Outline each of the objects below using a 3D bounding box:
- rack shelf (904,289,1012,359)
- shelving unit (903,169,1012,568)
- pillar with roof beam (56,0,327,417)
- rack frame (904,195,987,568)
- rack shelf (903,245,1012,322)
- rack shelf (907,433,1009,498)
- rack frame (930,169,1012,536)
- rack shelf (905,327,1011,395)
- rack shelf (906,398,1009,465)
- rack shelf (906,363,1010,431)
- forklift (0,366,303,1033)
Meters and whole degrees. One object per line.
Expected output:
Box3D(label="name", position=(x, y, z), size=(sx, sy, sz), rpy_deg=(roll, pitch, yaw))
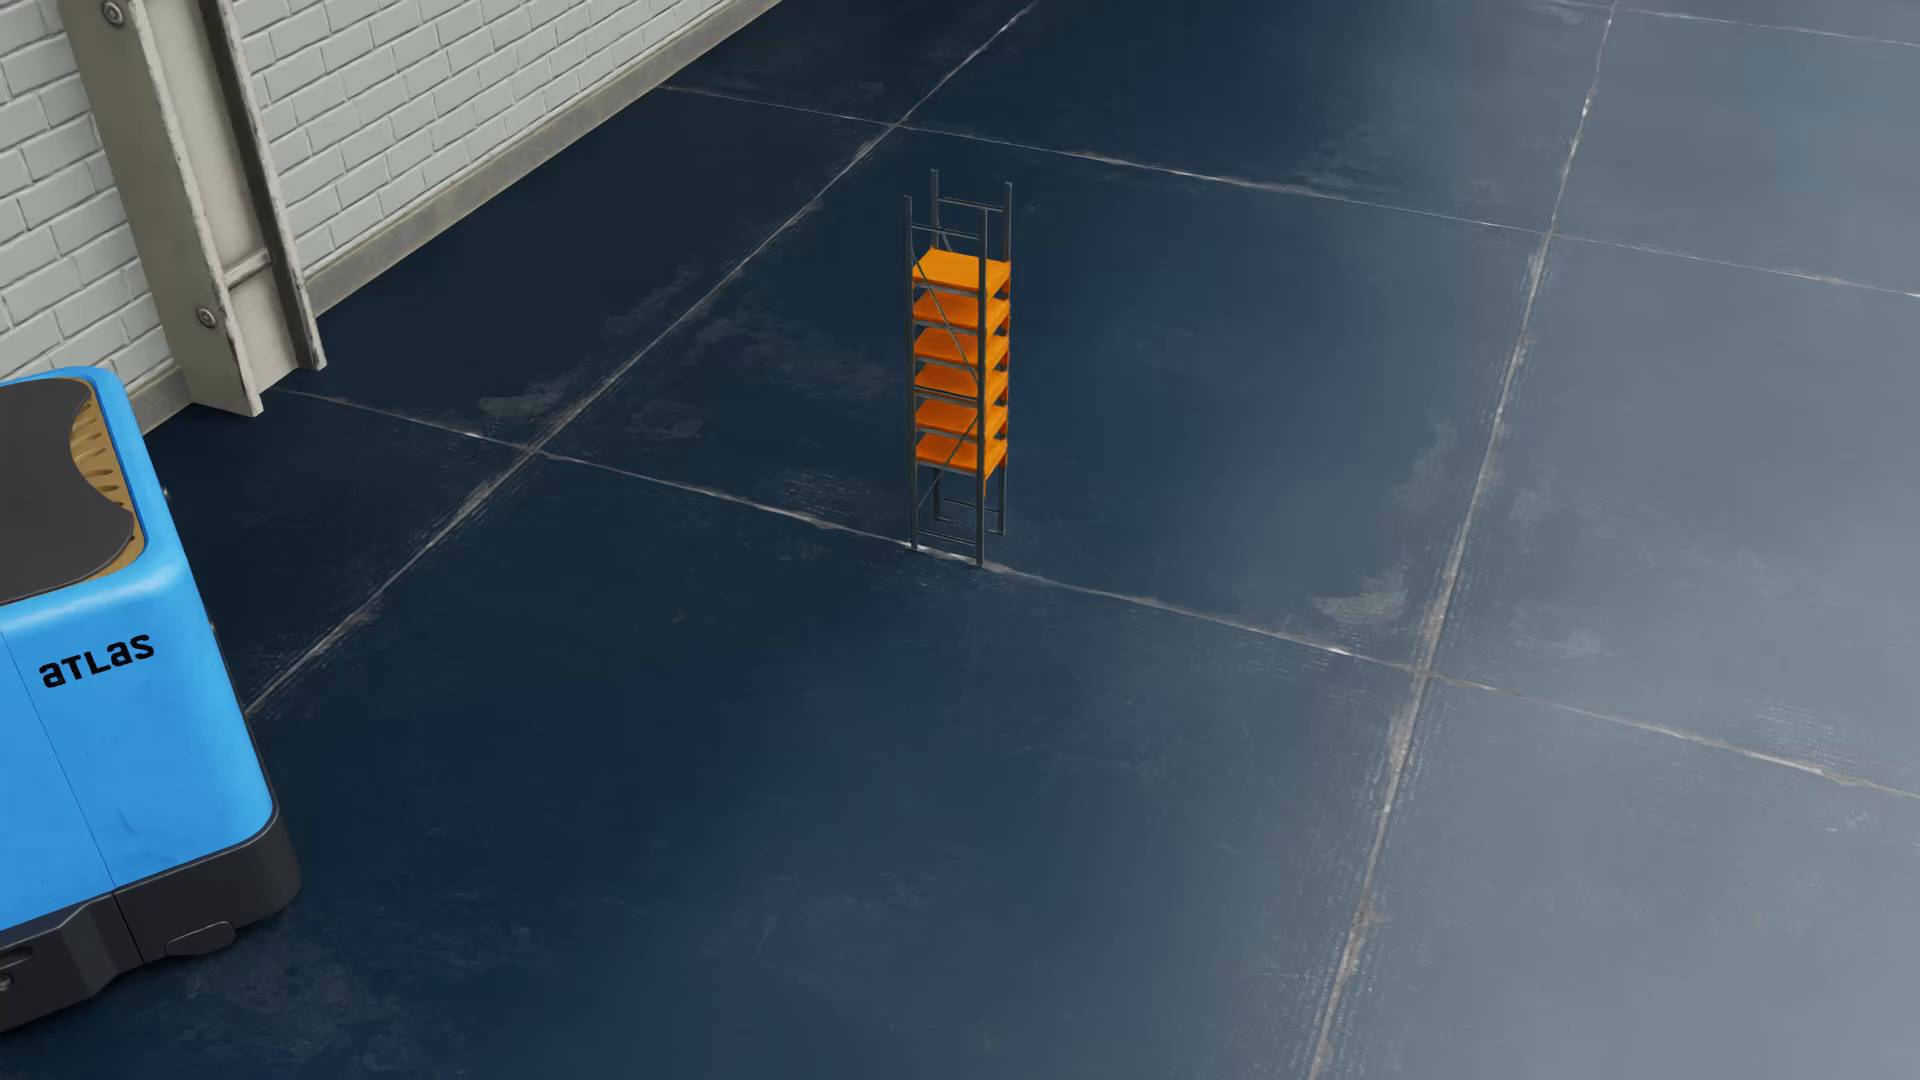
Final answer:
Box3D(label="rack shelf", position=(-0.005, -0.629, 4.763), size=(0.258, 0.103, 0.180), rpy_deg=(14, 39, 18))
Box3D(label="shelving unit", position=(-0.005, -0.473, 4.880), size=(0.258, 1.200, 0.189), rpy_deg=(14, 39, 18))
Box3D(label="pillar with roof beam", position=(1.440, -3.198, 2.012), size=(9.100, 9.000, 0.400), rpy_deg=(14, 39, 18))
Box3D(label="rack frame", position=(-0.040, -0.422, 4.812), size=(0.240, 1.200, 0.006), rpy_deg=(14, 39, 18))
Box3D(label="rack shelf", position=(-0.005, -0.725, 4.691), size=(0.258, 0.103, 0.180), rpy_deg=(14, 39, 18))
Box3D(label="rack shelf", position=(-0.006, -0.245, 5.050), size=(0.258, 0.103, 0.180), rpy_deg=(14, 39, 18))
Box3D(label="rack frame", position=(0.029, -0.523, 4.948), size=(0.240, 1.200, 0.006), rpy_deg=(14, 39, 18))
Box3D(label="rack shelf", position=(-0.005, -0.533, 4.835), size=(0.258, 0.103, 0.180), rpy_deg=(14, 39, 18))
Box3D(label="rack shelf", position=(-0.006, -0.341, 4.979), size=(0.258, 0.103, 0.180), rpy_deg=(14, 39, 18))
Box3D(label="rack shelf", position=(-0.005, -0.437, 4.907), size=(0.258, 0.103, 0.180), rpy_deg=(14, 39, 18))
Box3D(label="forklift", position=(-3.119, -0.062, 2.885), size=(3.031, 2.935, 1.130), rpy_deg=(-20, 41, -24))
